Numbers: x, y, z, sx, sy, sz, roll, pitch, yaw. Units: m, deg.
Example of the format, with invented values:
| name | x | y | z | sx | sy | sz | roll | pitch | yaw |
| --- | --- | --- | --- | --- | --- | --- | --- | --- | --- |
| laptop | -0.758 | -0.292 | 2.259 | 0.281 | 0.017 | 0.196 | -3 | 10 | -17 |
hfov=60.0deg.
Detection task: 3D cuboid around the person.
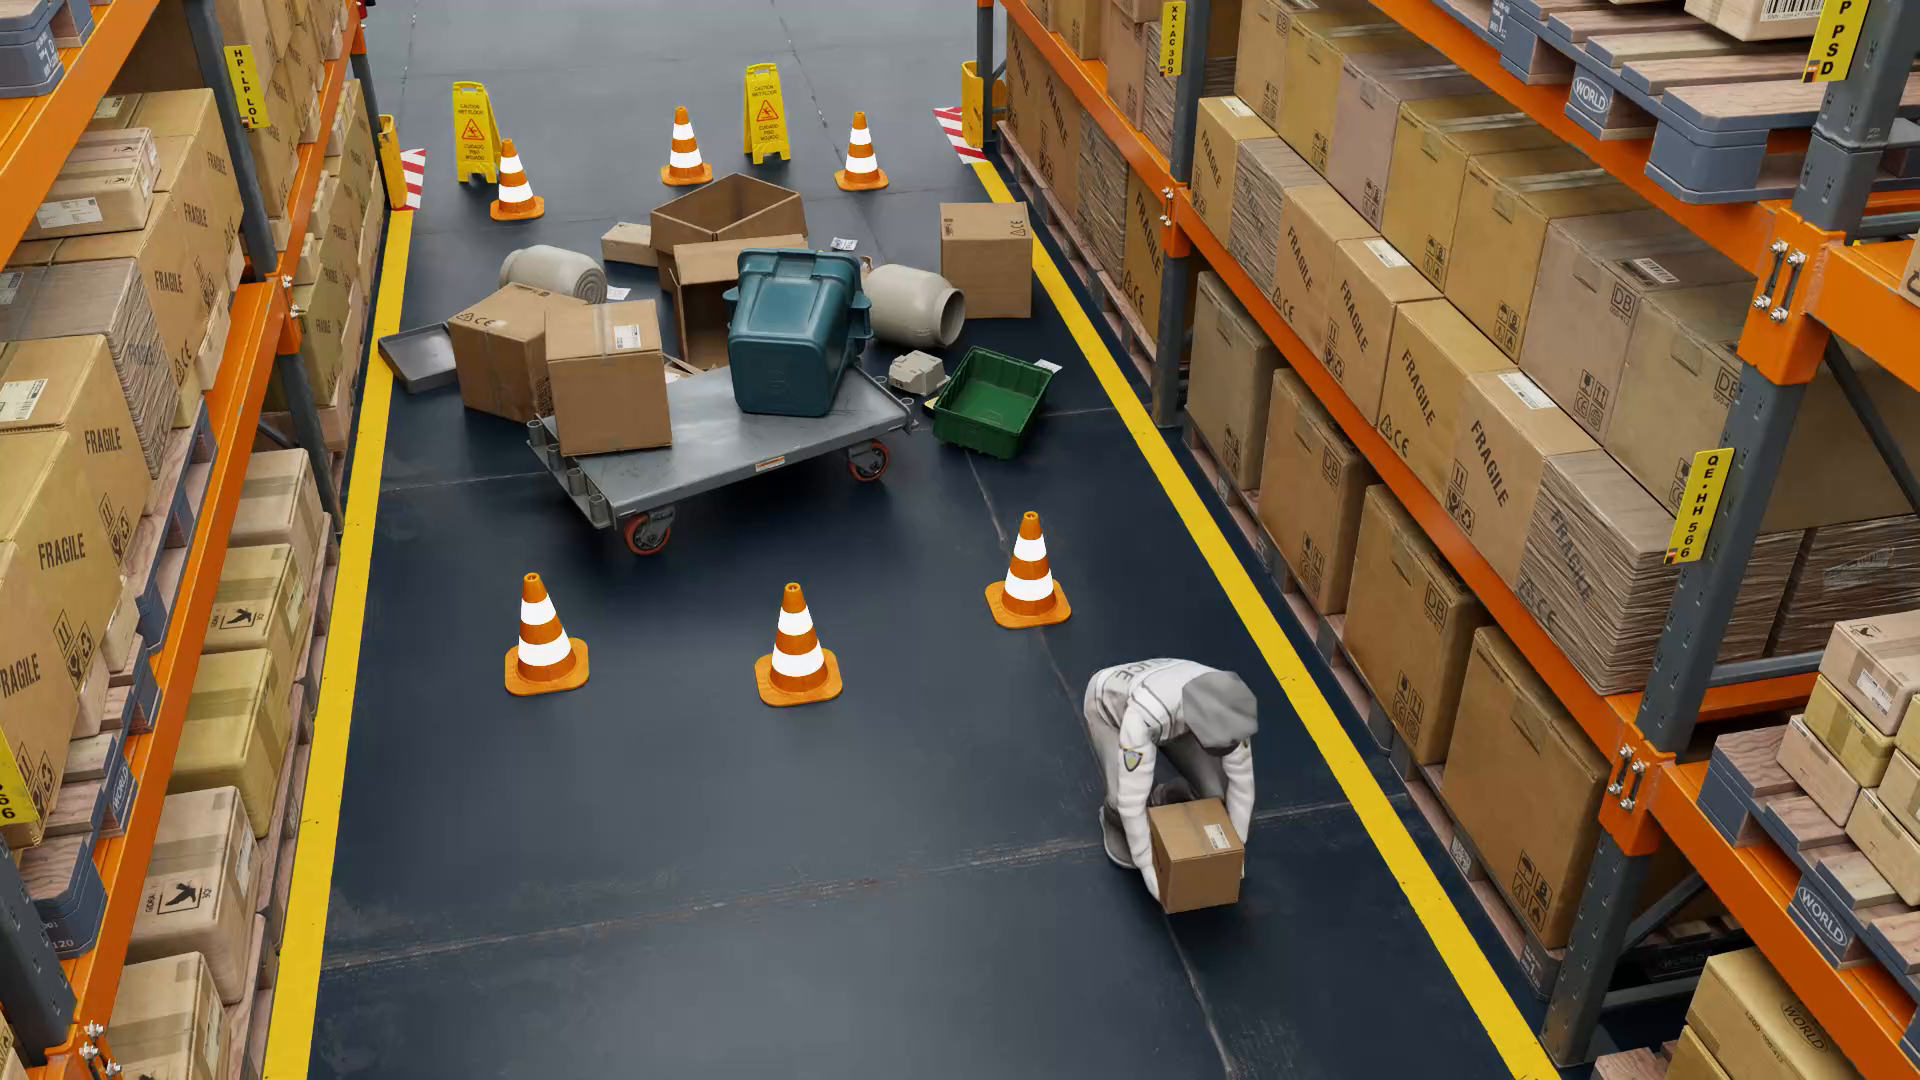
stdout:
| name | x | y | z | sx | sy | sz | roll | pitch | yaw |
| --- | --- | --- | --- | --- | --- | --- | --- | --- | --- |
| person | 0.719 | 0.719 | 5.715 | 0.488 | 0.975 | 0.820 | -8 | 35 | -11 |
